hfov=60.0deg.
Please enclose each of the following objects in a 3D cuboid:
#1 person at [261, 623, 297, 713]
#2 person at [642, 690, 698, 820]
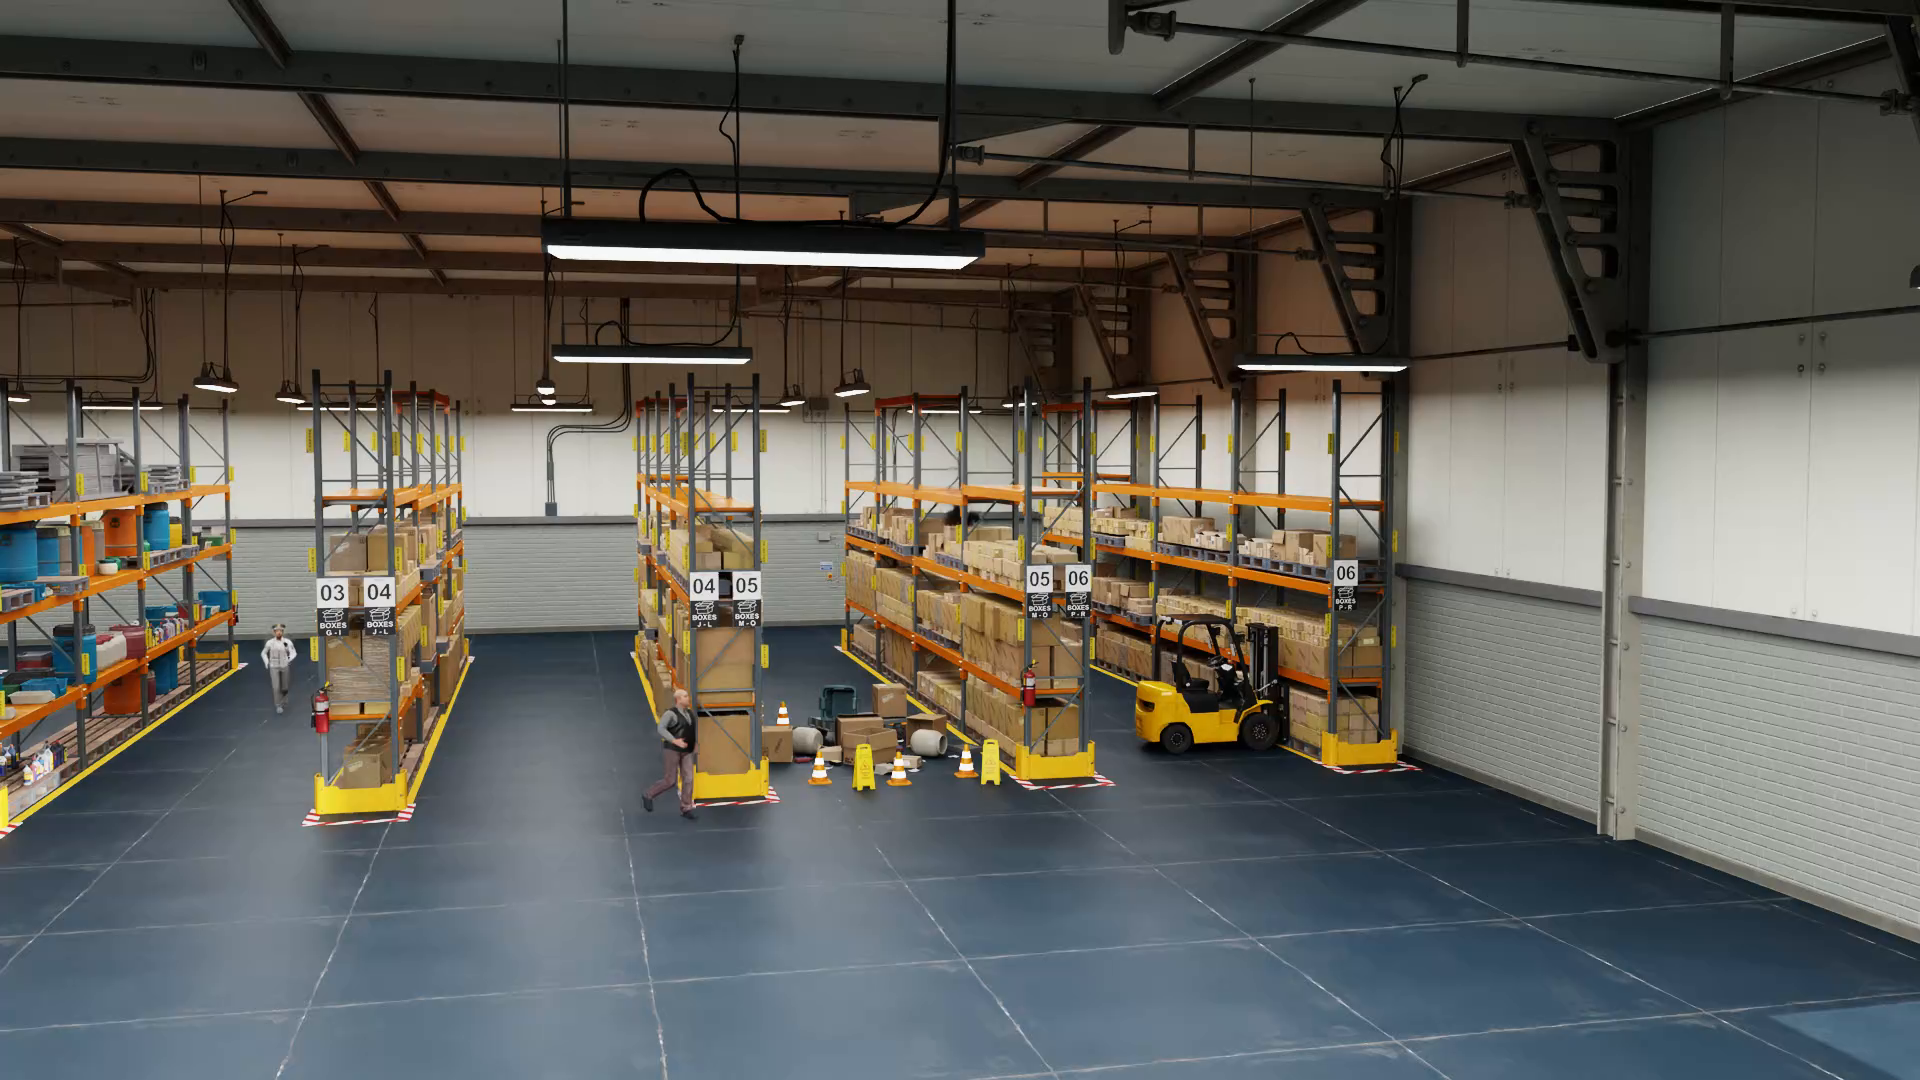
[{"bbox_3d":[-12.732,2.380,31.087,0.621,1.649,0.717,-1,4,-24],"label":"person"},{"bbox_3d":[-3.753,2.859,22.360,0.937,1.683,0.719,2,4,36],"label":"person"}]
